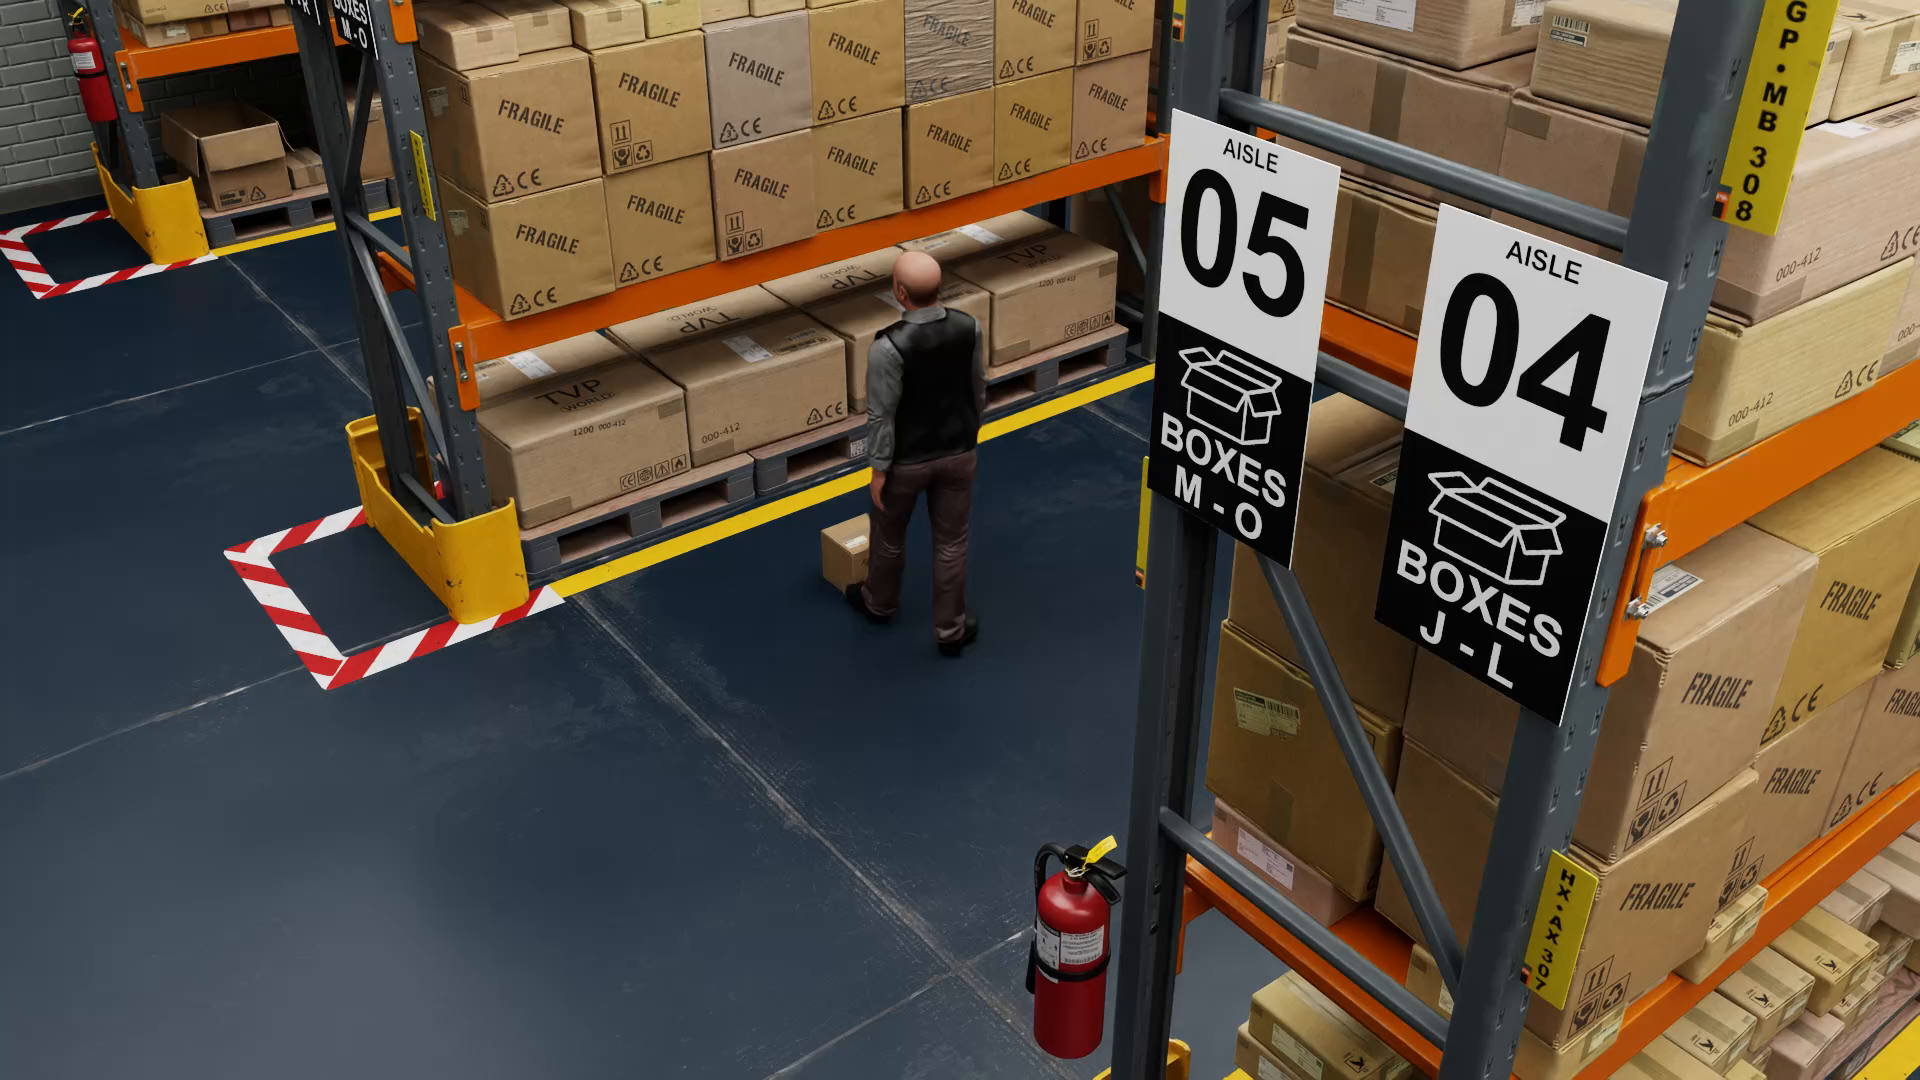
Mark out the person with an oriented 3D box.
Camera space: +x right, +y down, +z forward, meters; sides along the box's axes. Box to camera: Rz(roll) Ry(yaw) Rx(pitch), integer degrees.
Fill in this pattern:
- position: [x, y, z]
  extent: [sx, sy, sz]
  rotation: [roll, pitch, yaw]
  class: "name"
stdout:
- position: [-0.163, -0.345, 6.789]
  extent: [0.552, 1.629, 0.636]
  rotation: [-12, 34, -18]
  class: "person"
